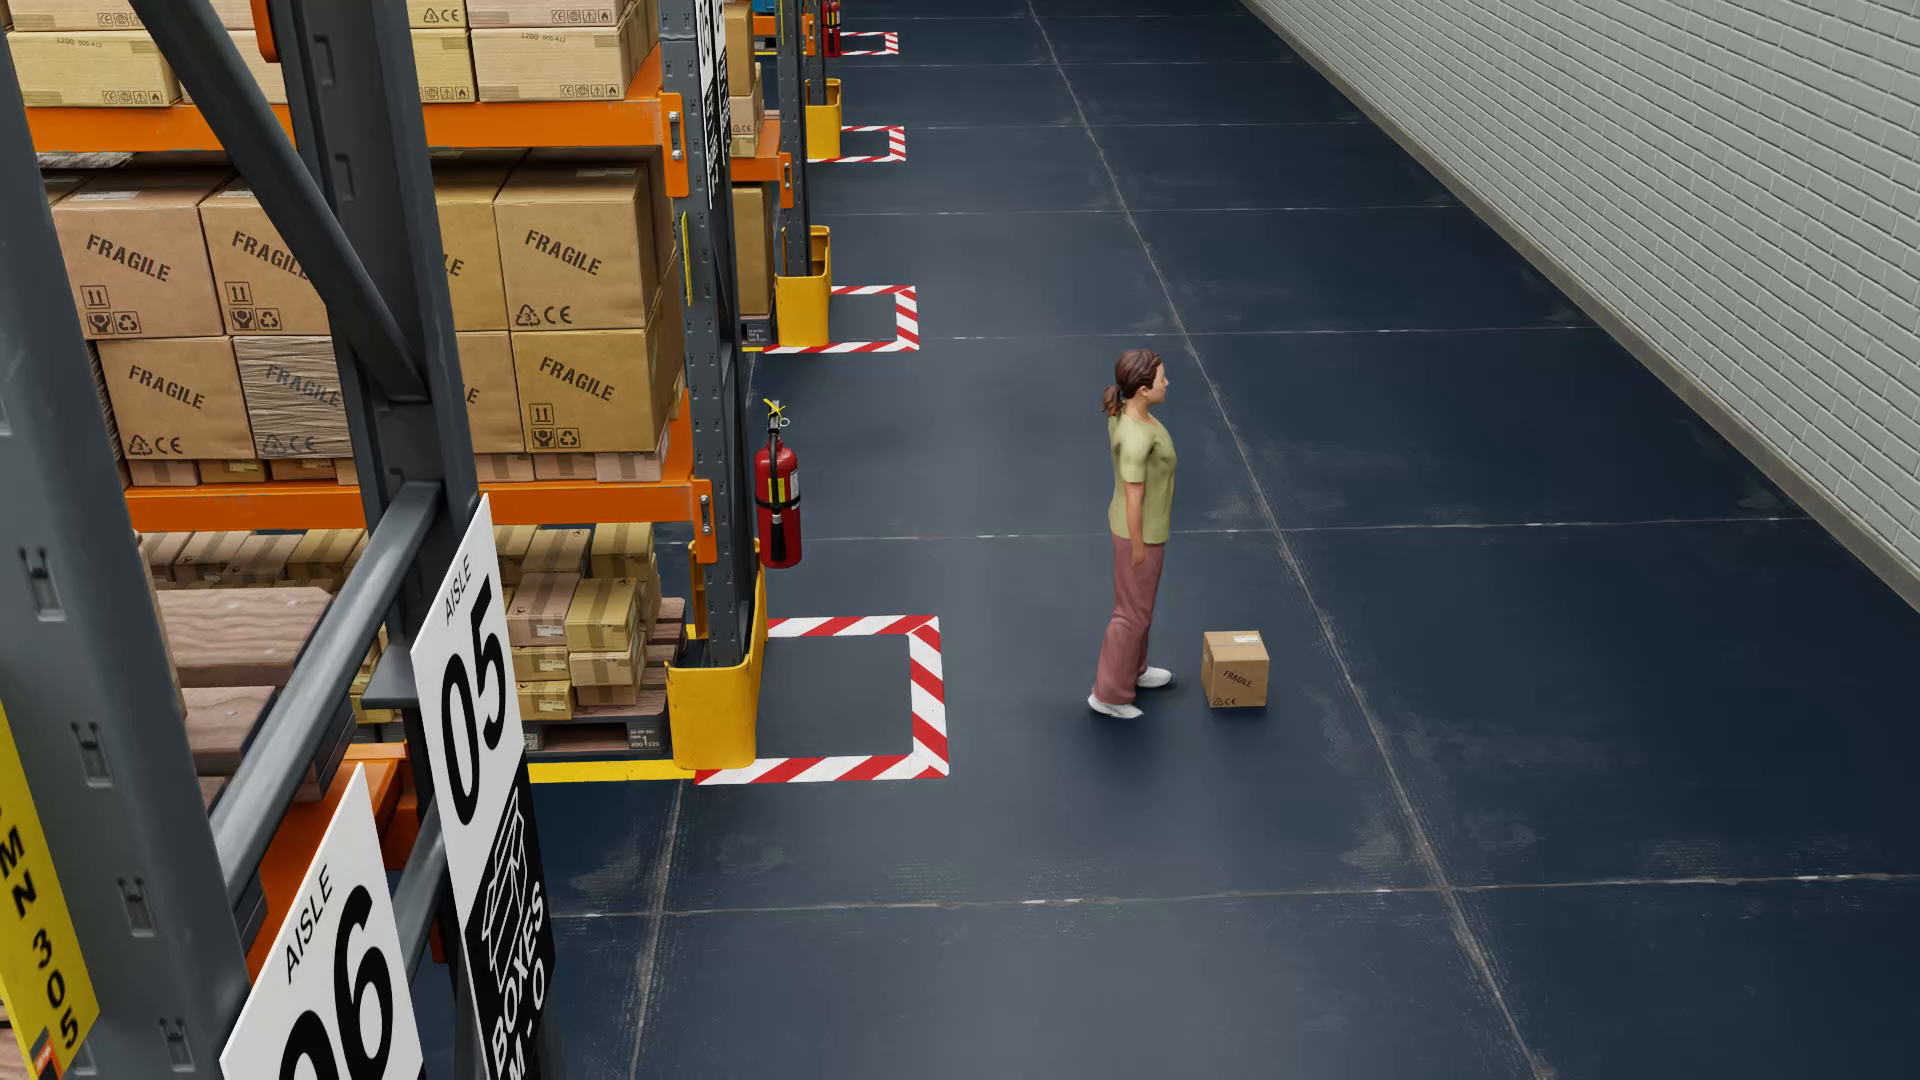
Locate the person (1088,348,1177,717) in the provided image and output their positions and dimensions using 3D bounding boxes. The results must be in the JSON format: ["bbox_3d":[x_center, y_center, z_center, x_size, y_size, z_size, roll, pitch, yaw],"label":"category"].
[{"bbox_3d":[0.771,-0.011,7.213,0.406,1.731,0.441,-1,28,-1],"label":"person"}]
